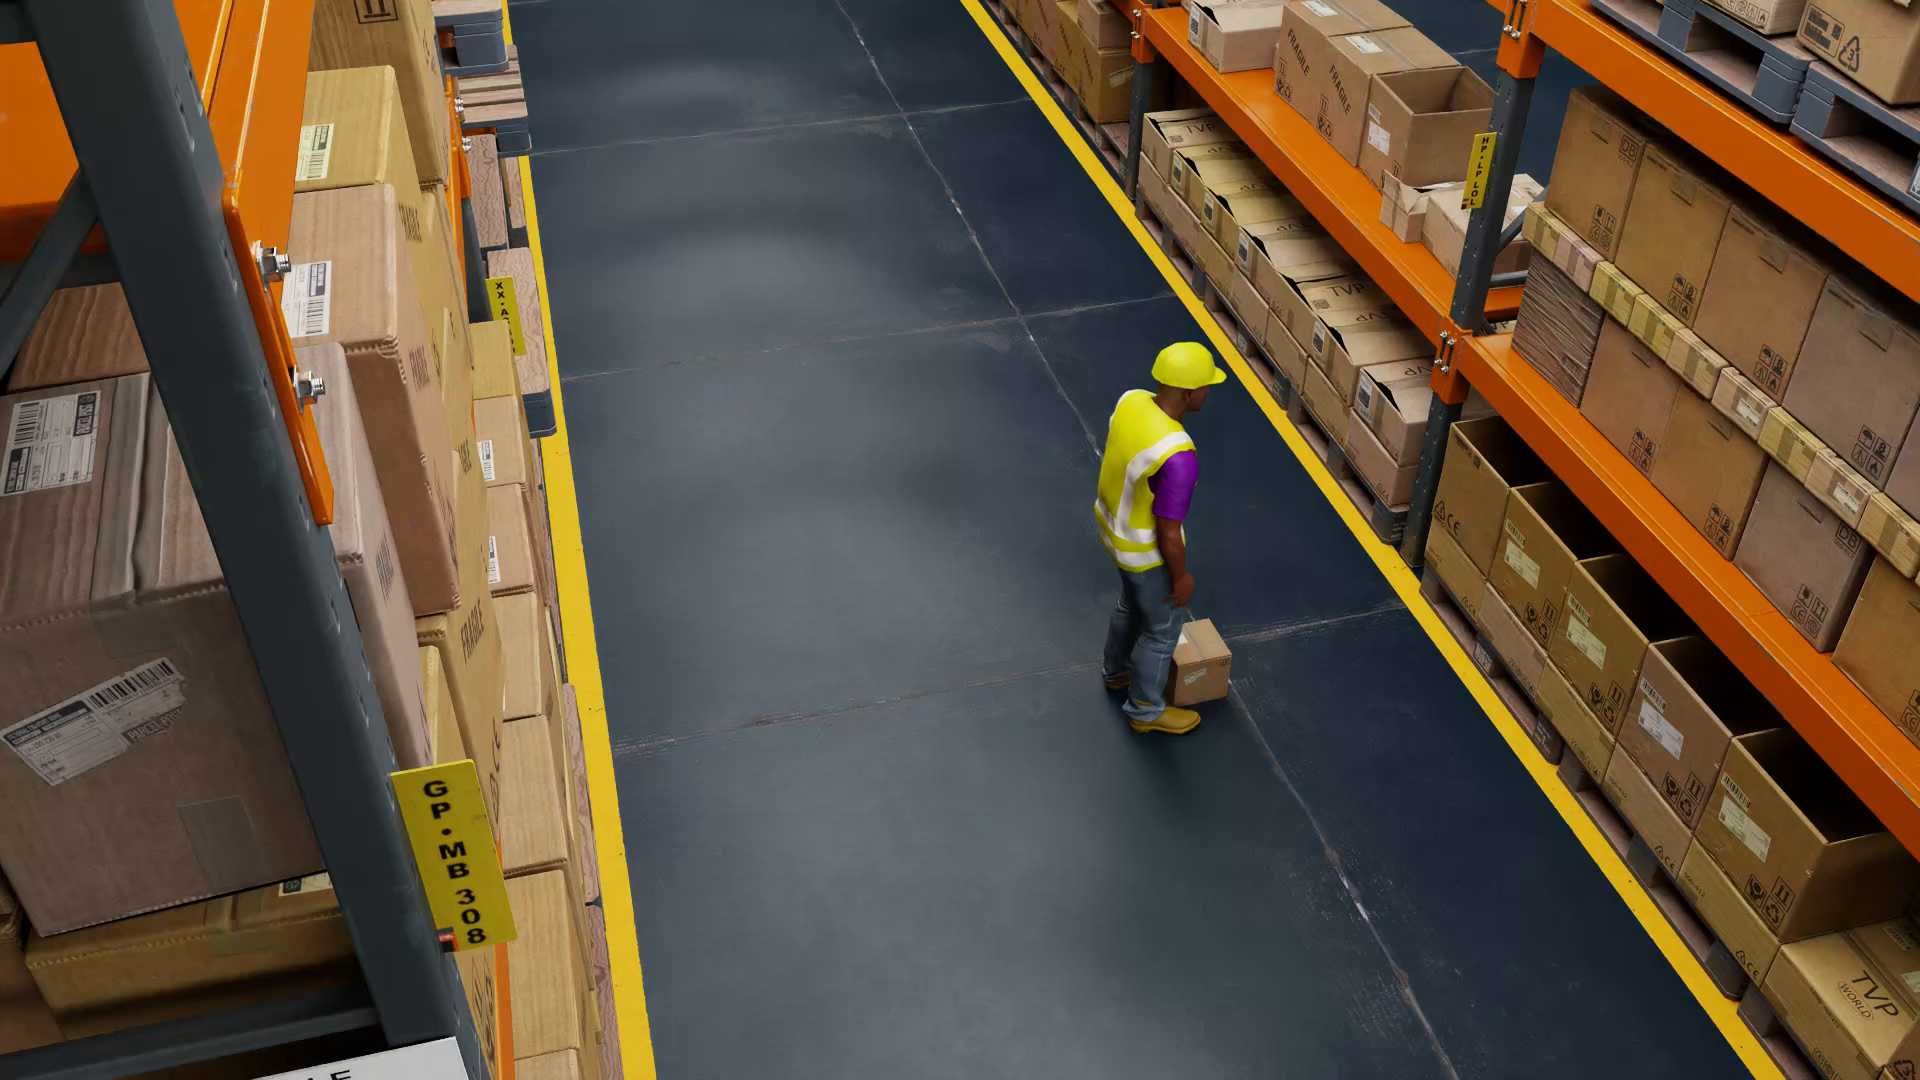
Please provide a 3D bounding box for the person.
[{"bbox_3d":[0.789,-0.011,6.714,0.461,1.760,0.626,-10,39,-12],"label":"person"}]
